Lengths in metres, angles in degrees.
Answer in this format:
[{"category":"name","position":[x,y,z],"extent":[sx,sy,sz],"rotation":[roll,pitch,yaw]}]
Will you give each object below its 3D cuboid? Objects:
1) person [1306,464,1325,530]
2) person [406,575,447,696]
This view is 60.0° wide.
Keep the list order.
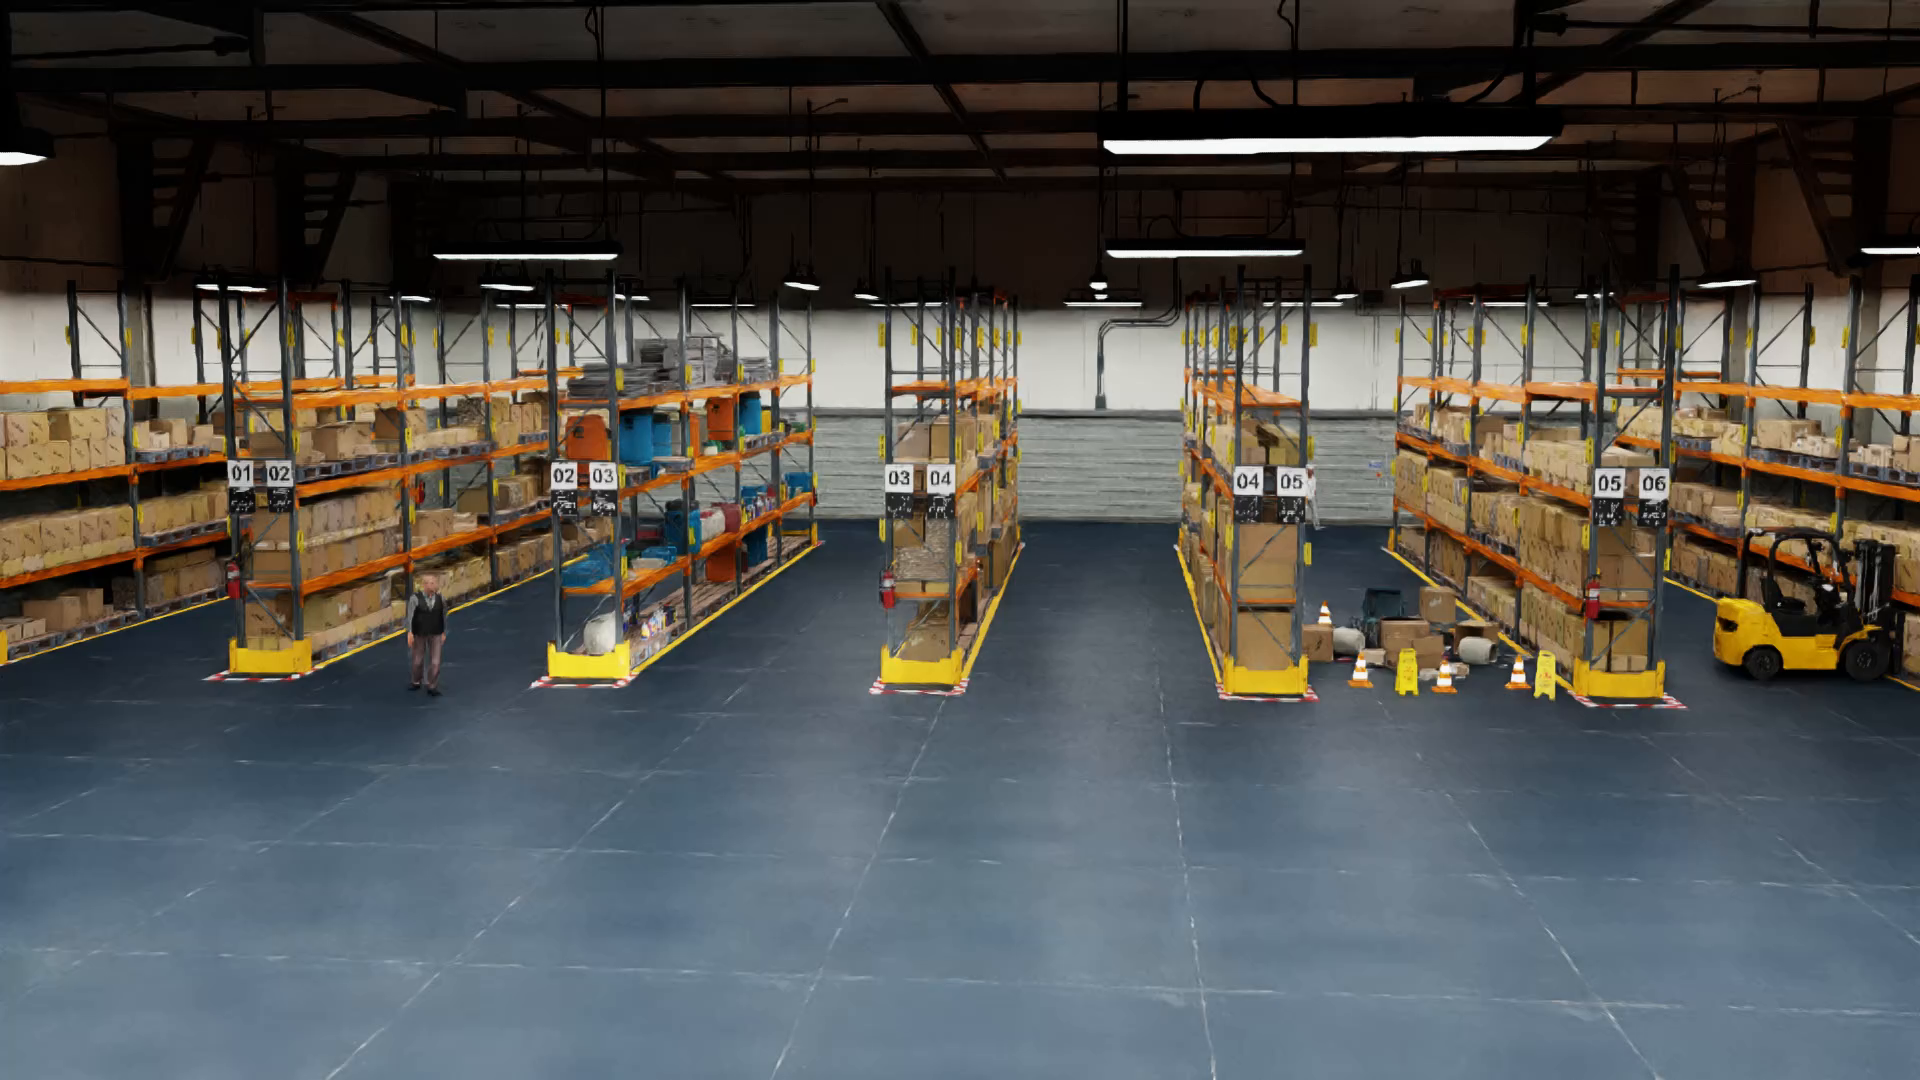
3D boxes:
[{"category":"person","position":[9.052,-1.124,43.386],"extent":[0.591,1.739,0.938],"rotation":[-3,7,-21]},{"category":"person","position":[-7.518,1.321,23.421],"extent":[0.571,1.708,0.549],"rotation":[-4,8,-31]}]
